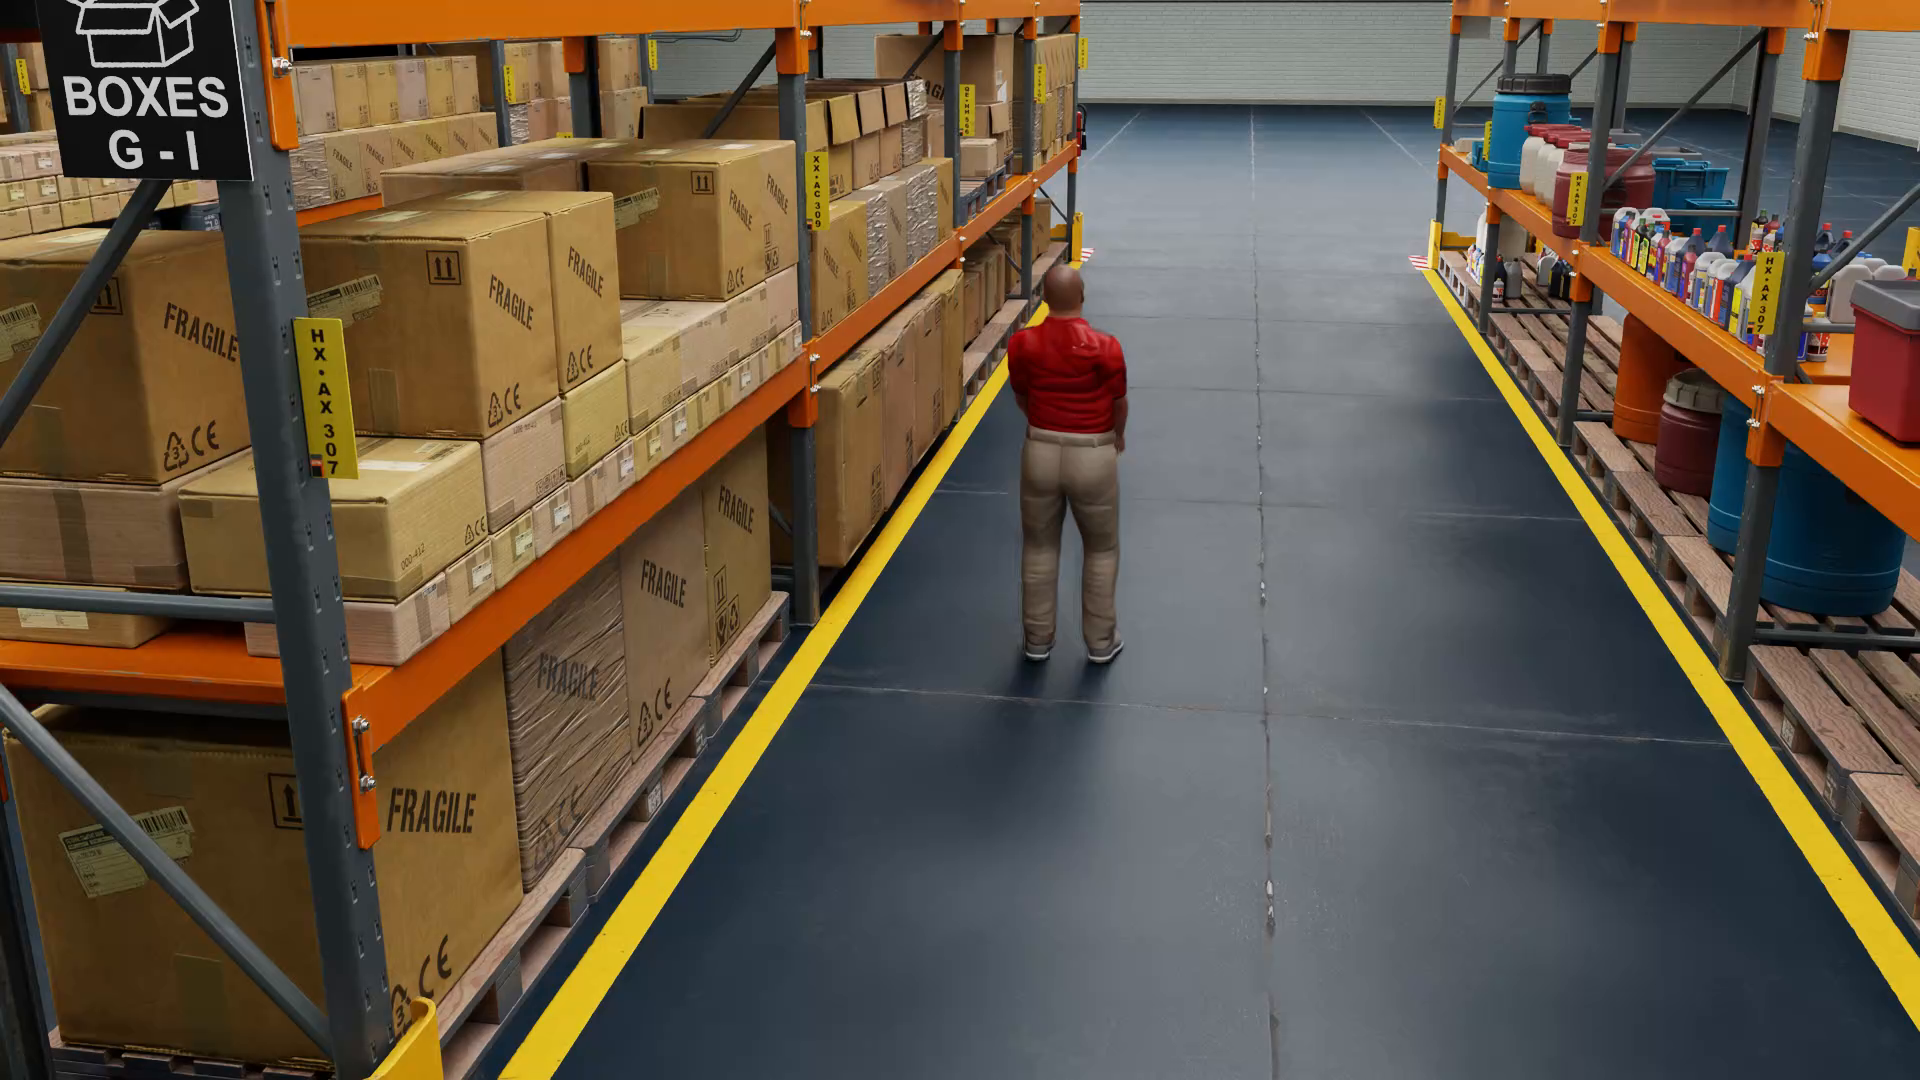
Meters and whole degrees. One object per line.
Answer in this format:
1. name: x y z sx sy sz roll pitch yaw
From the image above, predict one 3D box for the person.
1. person: 0.482 -0.334 7.120 0.505 1.726 0.521 6 19 19
